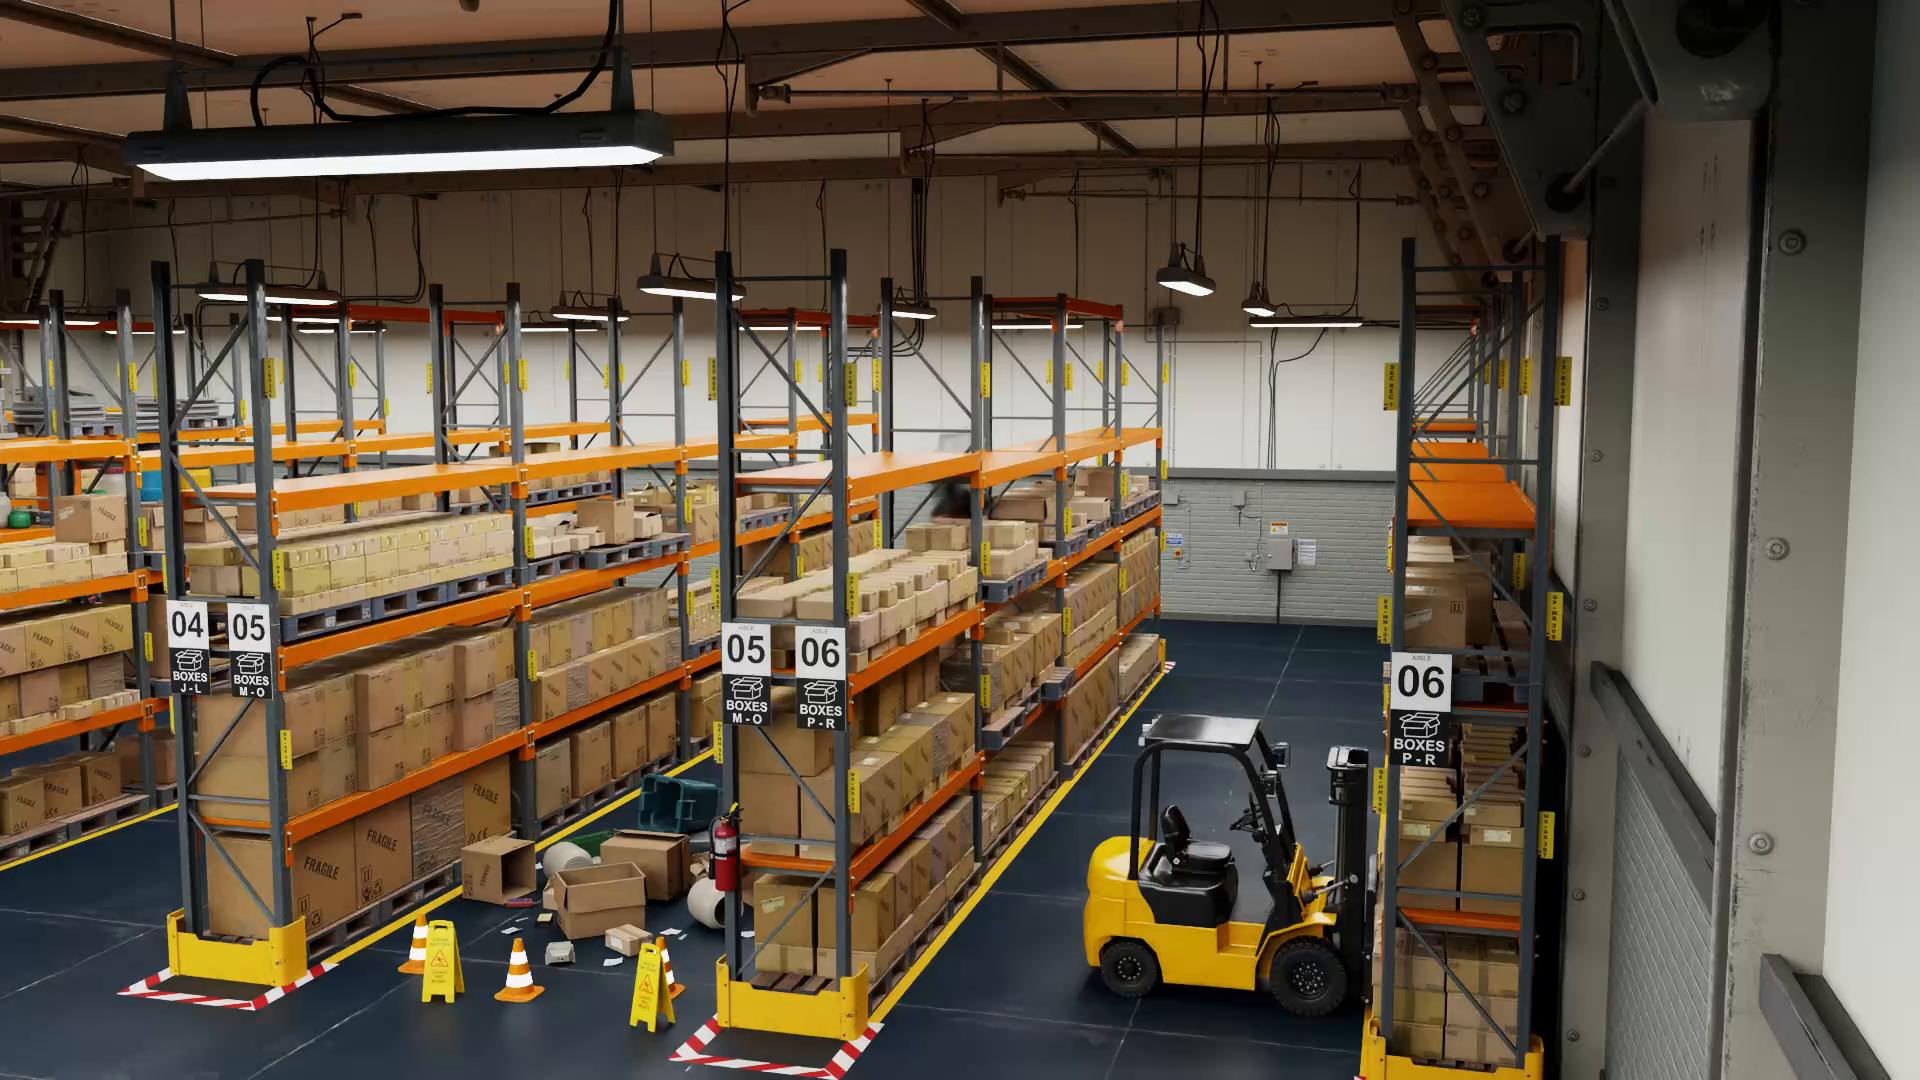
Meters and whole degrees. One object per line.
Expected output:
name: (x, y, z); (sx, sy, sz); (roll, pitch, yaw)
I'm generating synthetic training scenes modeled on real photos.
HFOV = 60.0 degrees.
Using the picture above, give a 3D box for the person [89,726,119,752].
person: (-11.204, 2.083, 21.550); (0.534, 1.615, 0.863); (1, 6, 8)
